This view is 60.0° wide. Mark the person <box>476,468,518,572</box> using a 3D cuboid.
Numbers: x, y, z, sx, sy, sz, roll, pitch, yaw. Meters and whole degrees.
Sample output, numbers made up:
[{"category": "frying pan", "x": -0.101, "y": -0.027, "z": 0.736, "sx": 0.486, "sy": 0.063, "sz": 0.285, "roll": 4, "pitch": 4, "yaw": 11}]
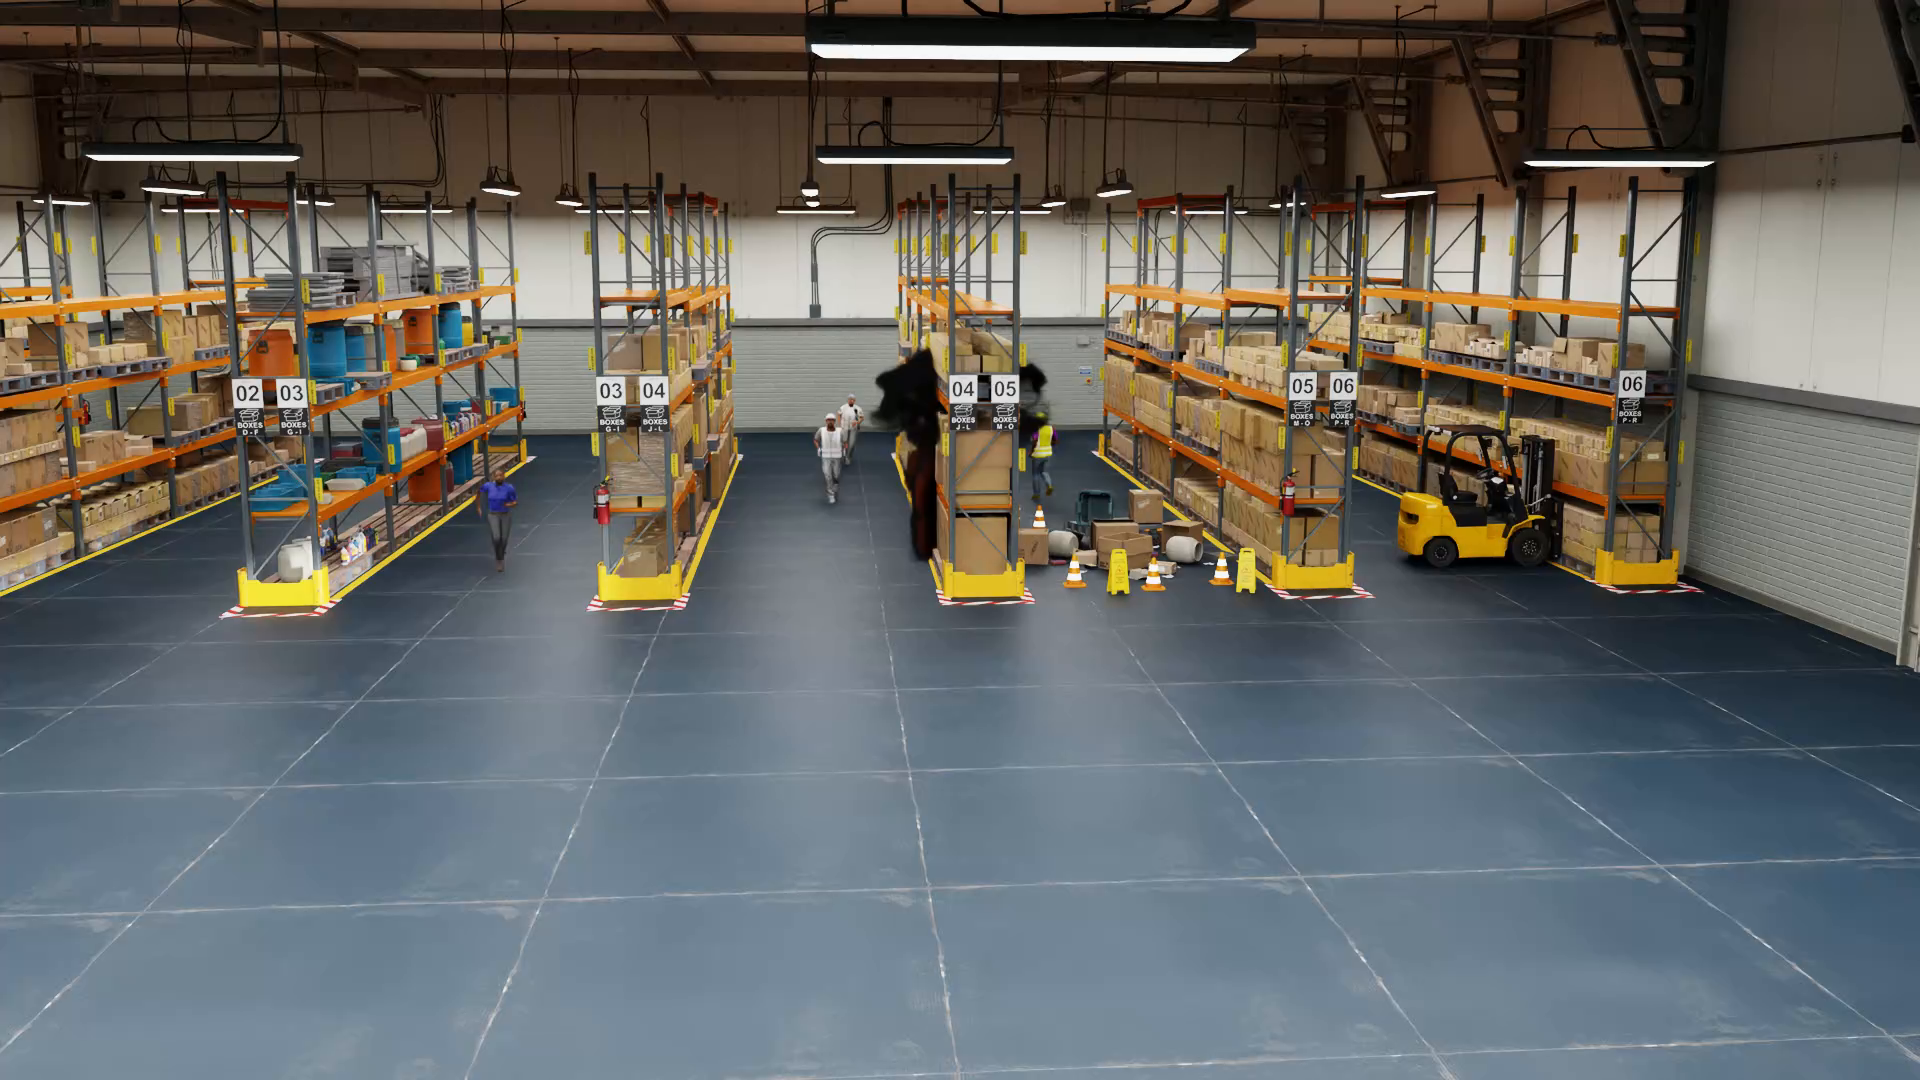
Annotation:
[{"category": "person", "x": -7.149, "y": -0.316, "z": 25.737, "sx": 0.606, "sy": 1.620, "sz": 0.774, "roll": -3, "pitch": 11, "yaw": -18}]

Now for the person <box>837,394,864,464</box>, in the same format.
[{"category": "person", "x": -2.548, "y": -2.565, "z": 38.573, "sx": 0.638, "sy": 1.626, "sz": 0.500, "roll": 0, "pitch": 10, "yaw": 1}]

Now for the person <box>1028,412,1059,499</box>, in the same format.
[{"category": "person", "x": 1.651, "y": -1.657, "z": 33.064, "sx": 0.687, "sy": 1.770, "sz": 0.852, "roll": -4, "pitch": 11, "yaw": -24}]

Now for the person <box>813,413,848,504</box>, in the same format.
[{"category": "person", "x": -2.561, "y": -1.636, "z": 32.990, "sx": 0.681, "sy": 1.758, "sz": 0.778, "roll": -1, "pitch": 10, "yaw": -5}]
